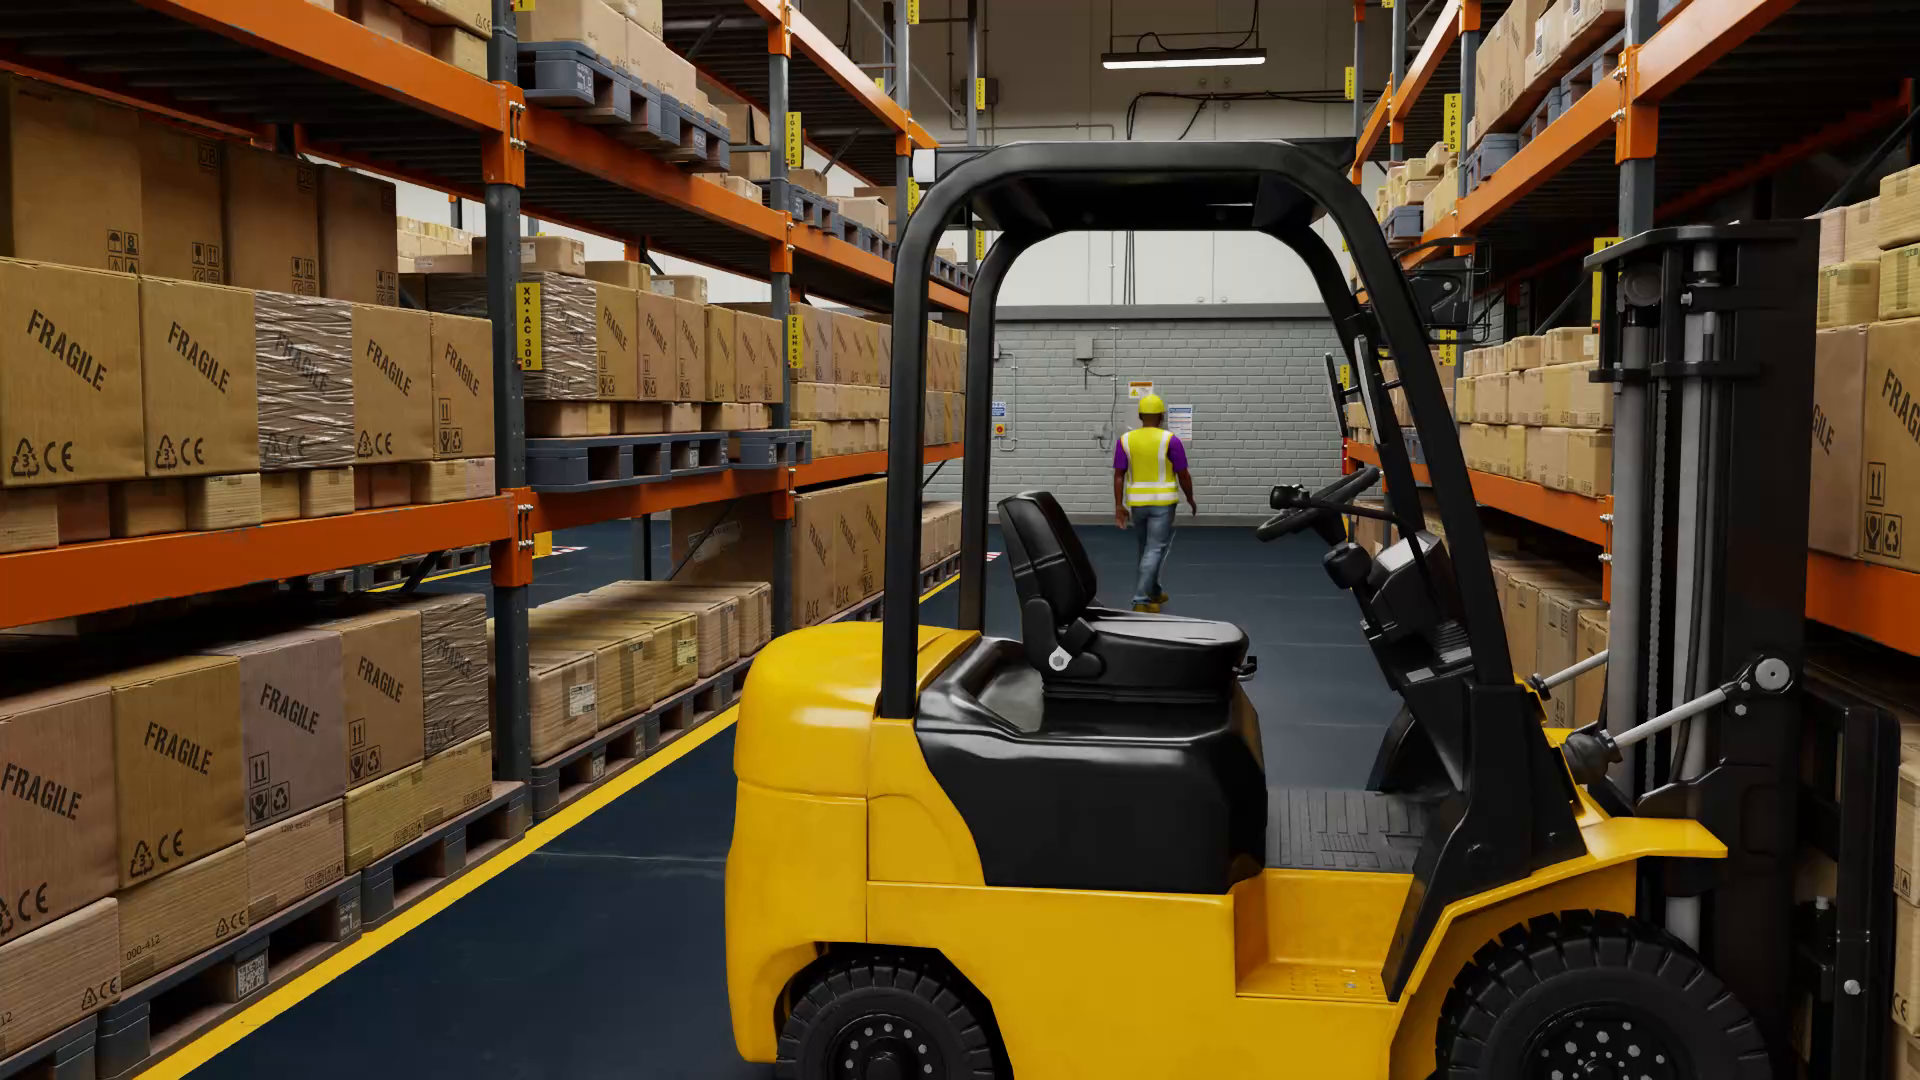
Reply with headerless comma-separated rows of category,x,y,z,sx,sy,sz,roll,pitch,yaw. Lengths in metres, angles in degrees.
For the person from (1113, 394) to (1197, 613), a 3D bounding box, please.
person,1.578,-0.301,13.222,0.580,1.708,1.002,3,5,30
